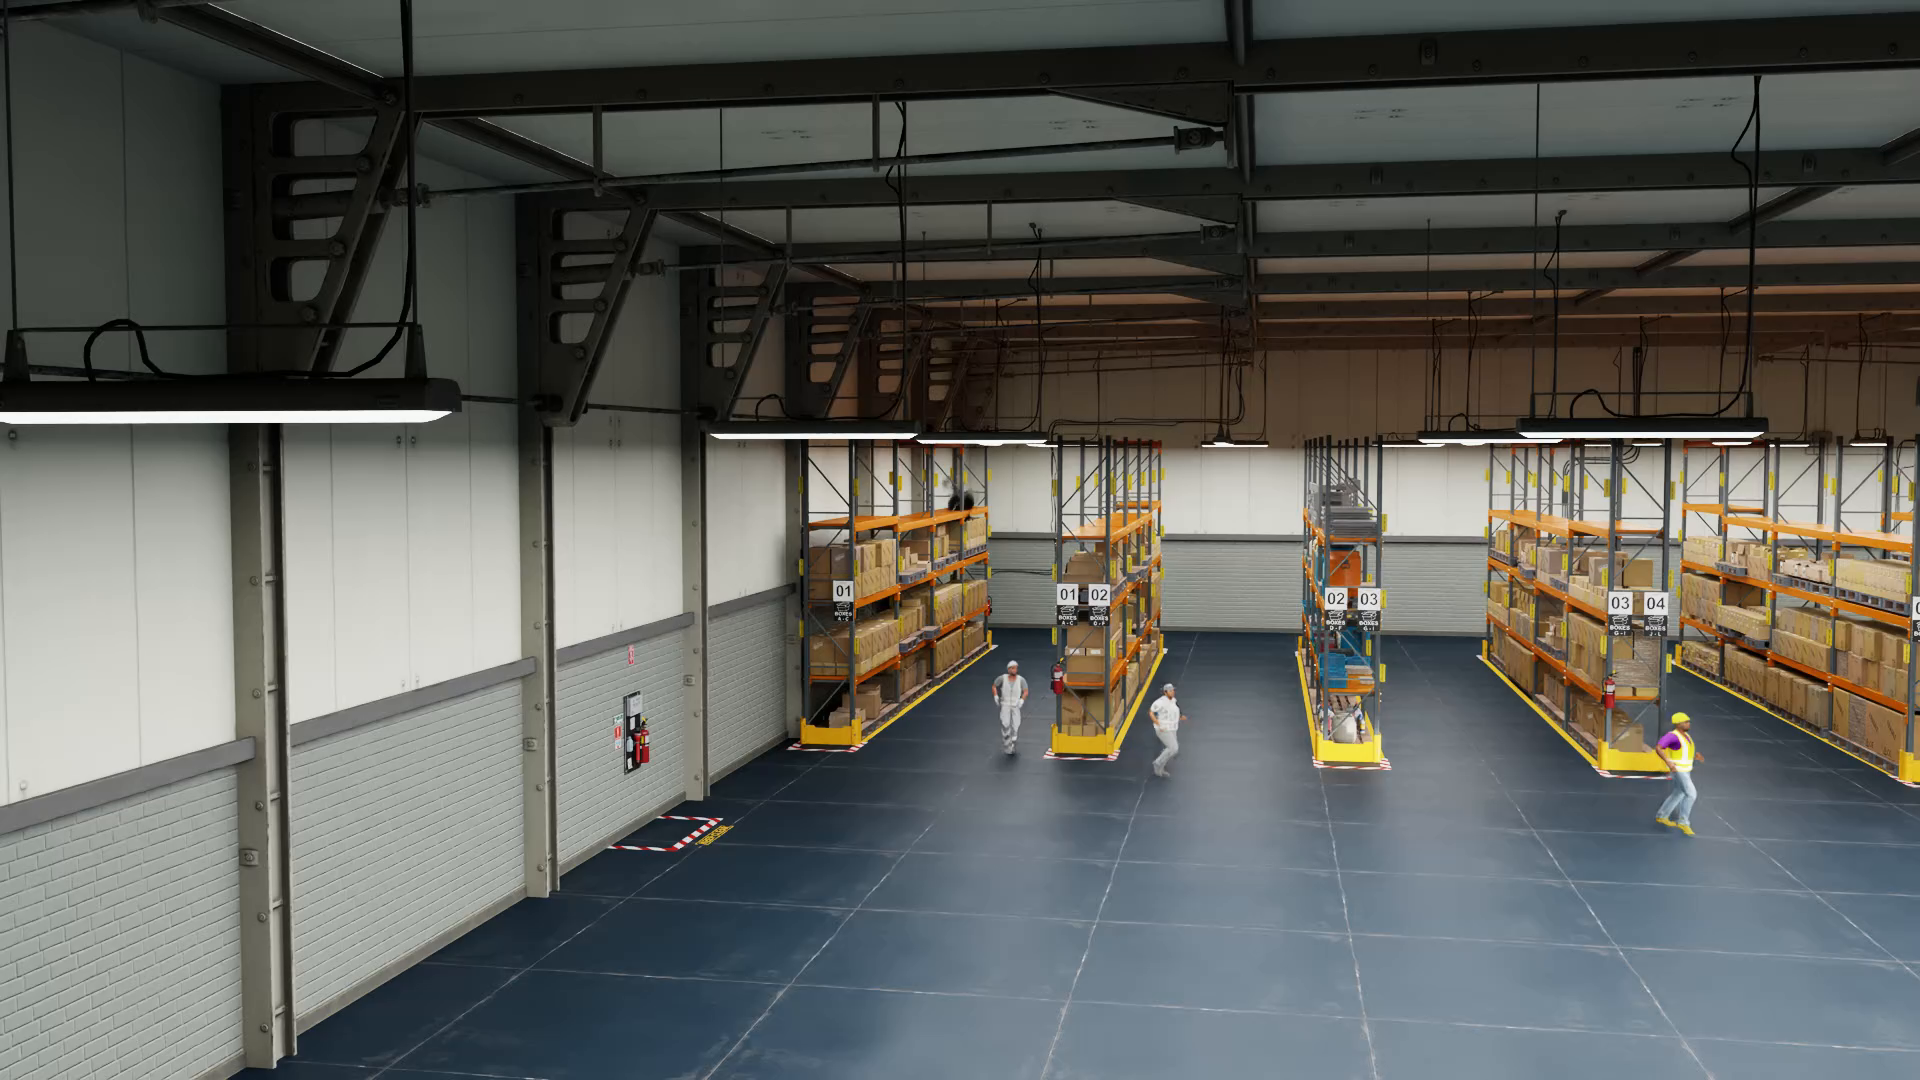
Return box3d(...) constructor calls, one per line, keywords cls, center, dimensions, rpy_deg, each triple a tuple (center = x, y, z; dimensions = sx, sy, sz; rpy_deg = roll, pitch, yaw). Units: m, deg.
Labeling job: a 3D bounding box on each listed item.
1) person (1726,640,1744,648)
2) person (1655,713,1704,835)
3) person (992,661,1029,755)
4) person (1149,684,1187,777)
box3d(cls="person", center=(20.923, 2.461, 45.064), dimensions=(0.700, 1.651, 0.536), rpy_deg=(-2, 4, -30))
box3d(cls="person", center=(10.793, 3.505, 24.953), dimensions=(0.668, 1.836, 0.695), rpy_deg=(3, 4, 40))
box3d(cls="person", center=(0.961, 3.146, 31.258), dimensions=(0.674, 1.761, 0.629), rpy_deg=(0, 3, -4))
box3d(cls="person", center=(3.666, 3.326, 29.087), dimensions=(0.592, 1.633, 0.586), rpy_deg=(2, 4, 39))
